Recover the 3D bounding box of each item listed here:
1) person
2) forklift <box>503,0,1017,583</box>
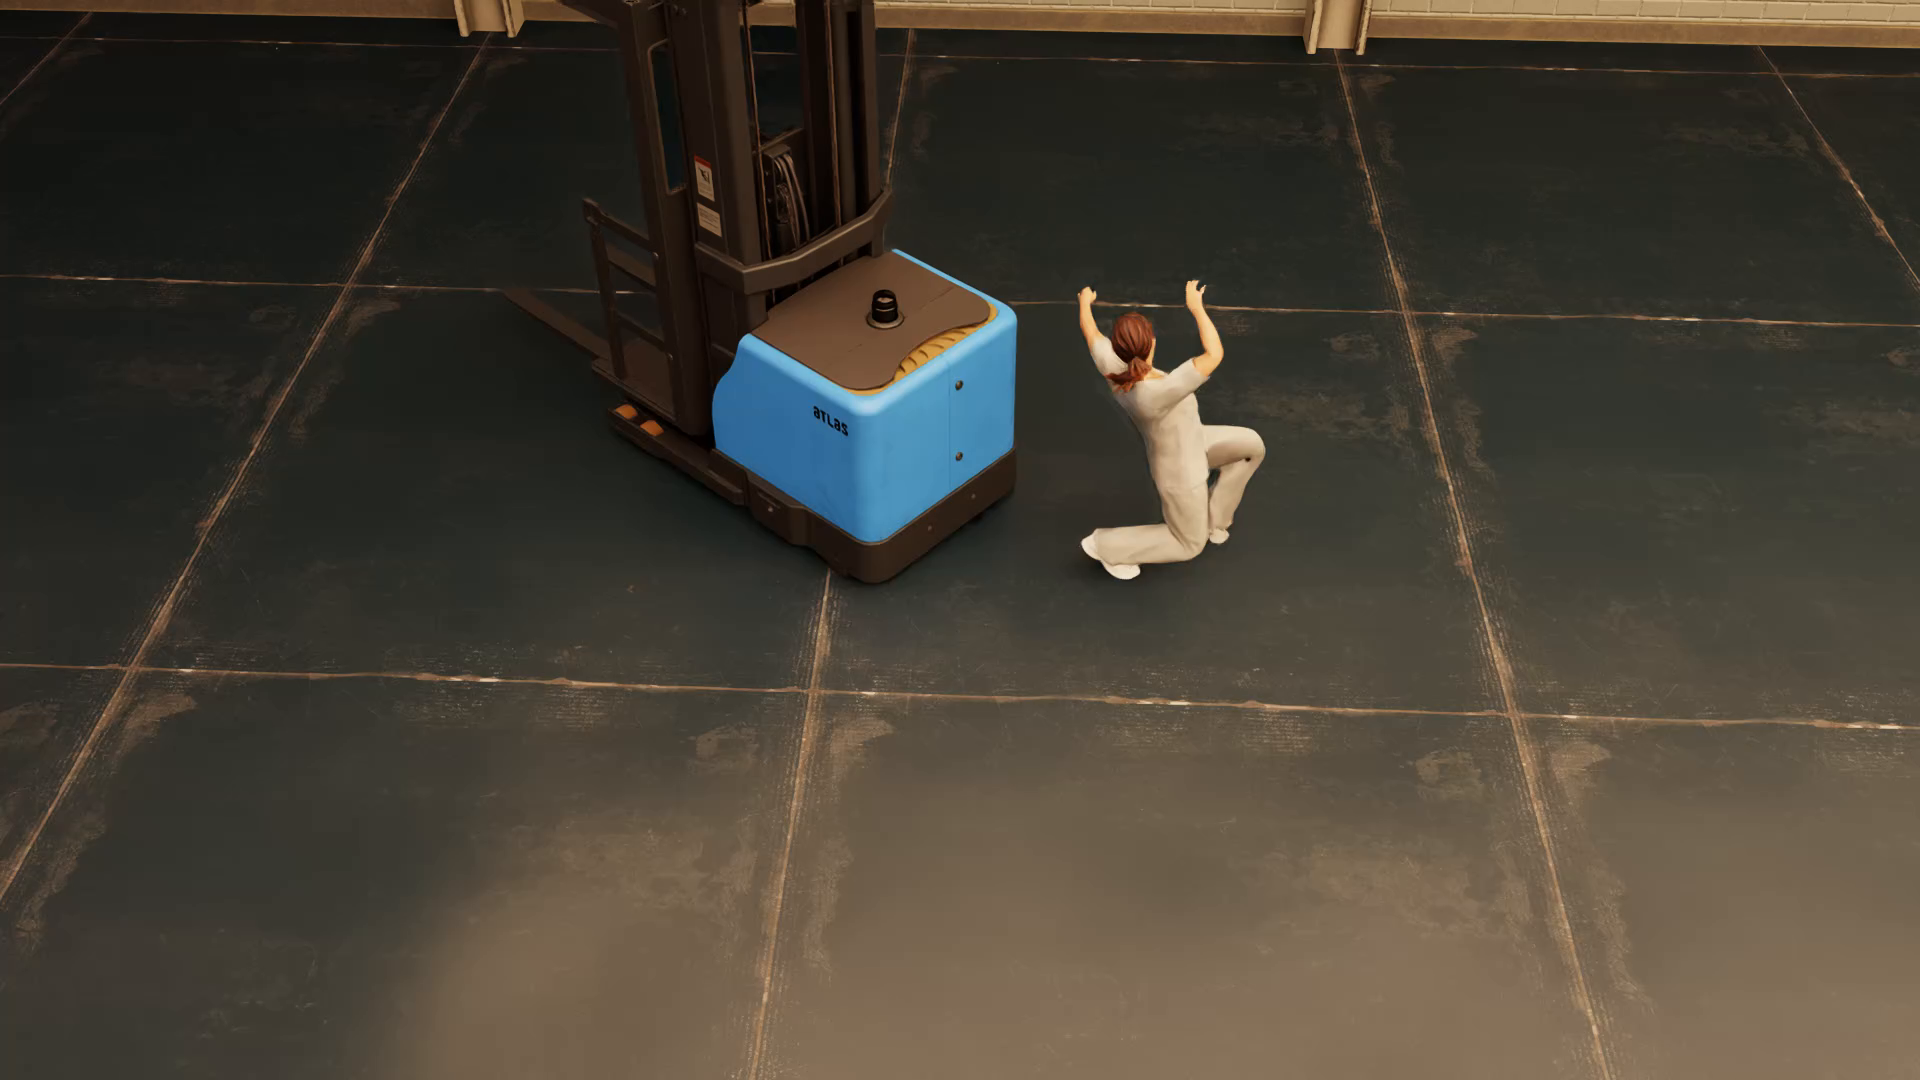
[{"bbox_3d":[0.948,-0.598,7.513,0.843,1.466,0.983,-6,43,-7],"label":"person"},{"bbox_3d":[-1.155,-1.751,7.661,3.031,2.935,1.130,32,51,30],"label":"forklift"}]
